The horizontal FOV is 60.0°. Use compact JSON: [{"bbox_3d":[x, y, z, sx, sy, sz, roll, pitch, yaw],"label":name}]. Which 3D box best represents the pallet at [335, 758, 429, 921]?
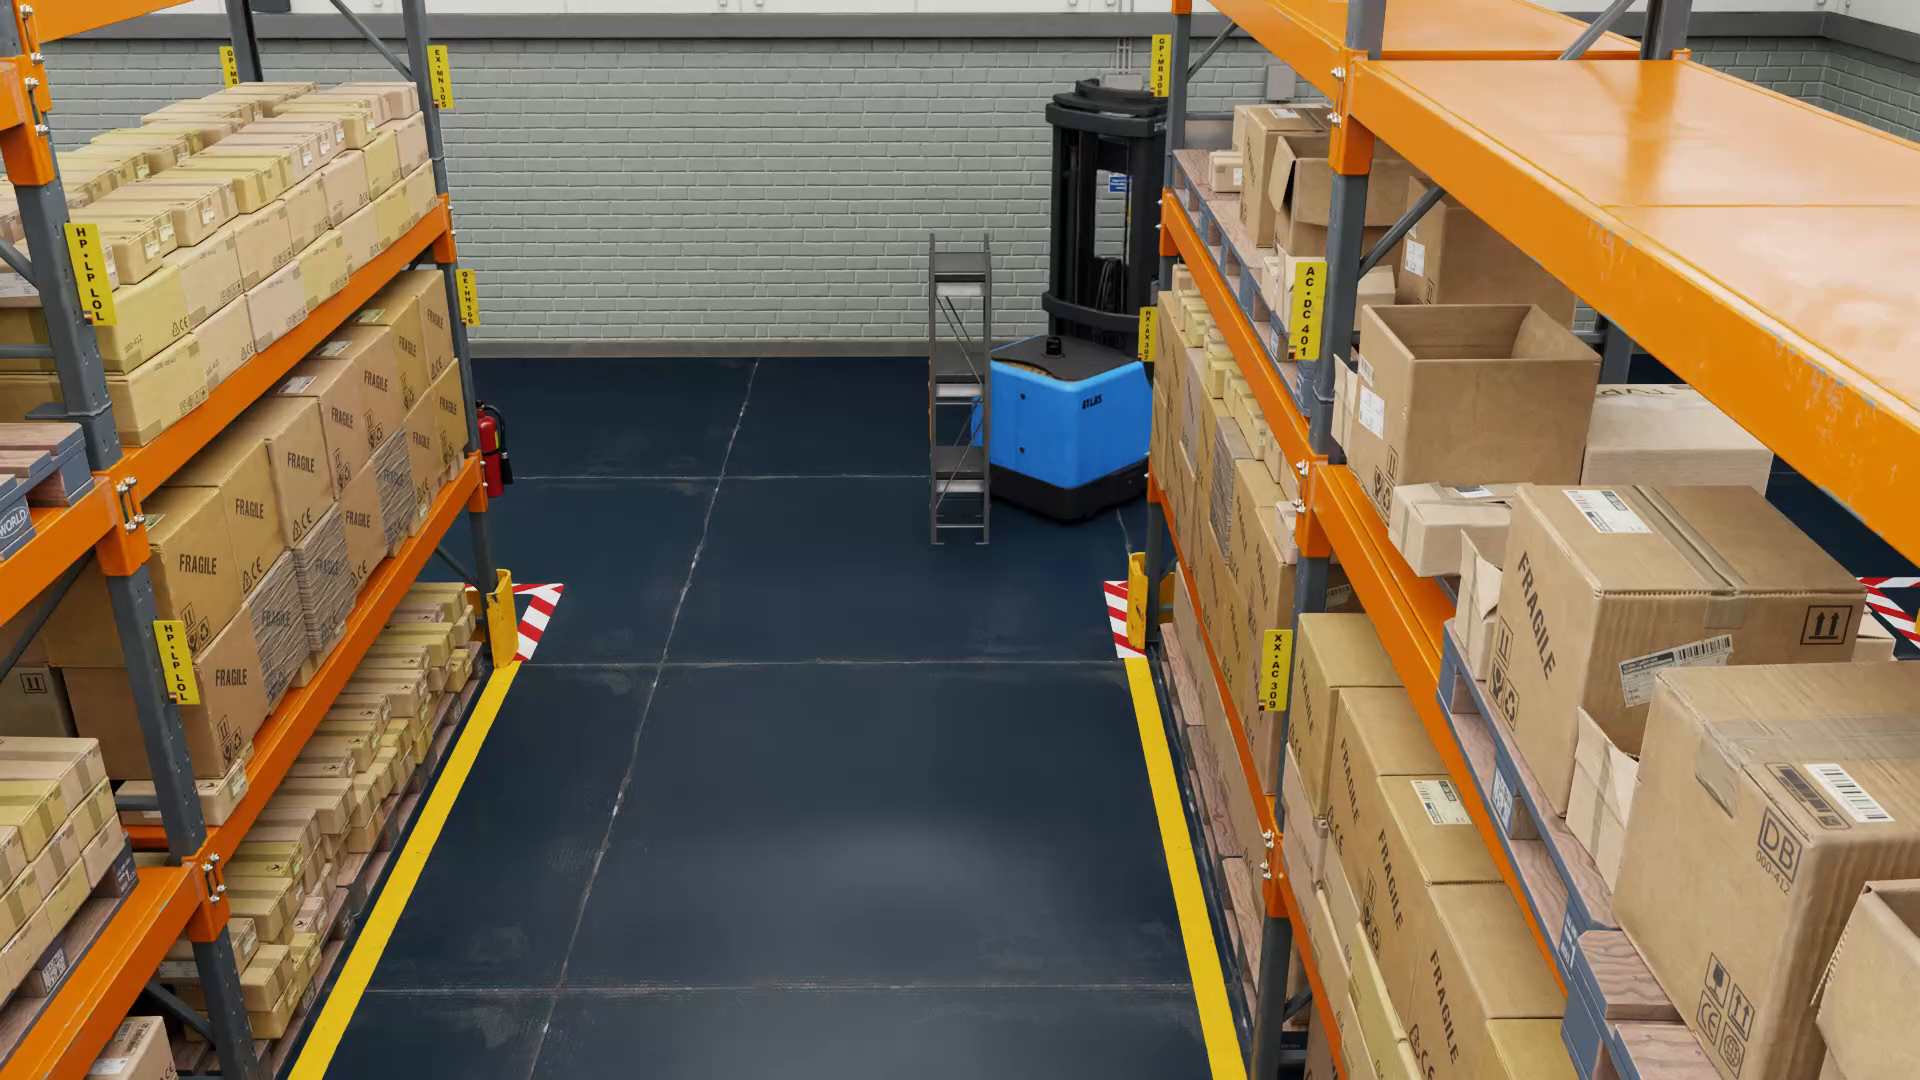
[{"bbox_3d":[-3.328,1.448,8.293,1.003,0.211,1.213,0,24,-1],"label":"pallet"}]

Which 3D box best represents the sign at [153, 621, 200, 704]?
[{"bbox_3d":[-2.714,0.426,5.762,0.100,0.325,0.005,0,24,-1],"label":"sign"}]

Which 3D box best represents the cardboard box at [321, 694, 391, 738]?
[{"bbox_3d":[-3.088,0.900,8.349,0.380,0.149,0.250,-1,24,-2],"label":"cardboard box"}]

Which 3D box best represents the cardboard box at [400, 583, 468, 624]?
[{"bbox_3d":[-3.053,0.363,9.535,0.380,0.149,0.250,0,24,0],"label":"cardboard box"}]

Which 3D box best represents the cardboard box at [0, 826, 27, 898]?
[{"bbox_3d":[-3.065,0.992,4.991,0.380,0.149,0.250,-1,24,-2],"label":"cardboard box"}]

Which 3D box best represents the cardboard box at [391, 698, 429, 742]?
[{"bbox_3d":[-2.995,0.925,8.653,0.380,0.149,0.250,0,24,0],"label":"cardboard box"}]

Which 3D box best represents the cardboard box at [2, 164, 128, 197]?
[{"bbox_3d":[-3.586,-1.411,6.680,0.380,0.149,0.250,0,24,-1],"label":"cardboard box"}]

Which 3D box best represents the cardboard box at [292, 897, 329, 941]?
[{"bbox_3d":[-3.009,1.702,7.297,0.380,0.149,0.250,0,24,-1],"label":"cardboard box"}]

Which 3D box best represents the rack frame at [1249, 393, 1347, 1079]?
[{"bbox_3d":[1.680,0.894,6.134,1.000,3.000,0.127,0,24,-1],"label":"rack frame"}]

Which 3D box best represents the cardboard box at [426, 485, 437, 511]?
[{"bbox_3d":[-3.043,-0.237,8.939,0.380,0.149,0.250,0,24,-1],"label":"cardboard box"}]

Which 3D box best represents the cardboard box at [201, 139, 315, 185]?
[{"bbox_3d":[-3.020,-1.628,7.162,0.380,0.149,0.250,-1,24,-2],"label":"cardboard box"}]

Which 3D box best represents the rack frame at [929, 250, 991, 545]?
[{"bbox_3d":[0.001,-0.924,11.246,0.400,2.100,0.015,0,24,-1],"label":"rack frame"}]

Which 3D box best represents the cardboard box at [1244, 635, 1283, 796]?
[{"bbox_3d":[1.419,0.658,6.533,0.500,0.500,0.500,0,24,0],"label":"cardboard box"}]

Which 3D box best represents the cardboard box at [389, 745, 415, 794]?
[{"bbox_3d":[-3.013,1.167,8.479,0.380,0.149,0.250,0,24,0],"label":"cardboard box"}]

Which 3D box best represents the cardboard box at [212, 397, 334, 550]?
[{"bbox_3d":[-3.026,-0.287,7.049,0.500,0.500,0.500,0,24,0],"label":"cardboard box"}]

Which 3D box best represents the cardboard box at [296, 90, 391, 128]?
[{"bbox_3d":[-3.089,-2.161,8.339,0.380,0.149,0.250,0,24,0],"label":"cardboard box"}]

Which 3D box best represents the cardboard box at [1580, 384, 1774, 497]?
[{"bbox_3d":[1.899,-0.261,4.646,0.500,0.311,0.500,0,24,-1],"label":"cardboard box"}]

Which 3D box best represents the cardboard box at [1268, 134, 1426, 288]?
[{"bbox_3d":[1.633,-1.312,6.615,0.797,0.503,0.637,2,24,4],"label":"cardboard box"}]

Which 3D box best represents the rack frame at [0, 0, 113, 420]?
[{"bbox_3d":[-3.269,-1.776,4.756,1.000,3.000,0.127,0,24,-1],"label":"rack frame"}]

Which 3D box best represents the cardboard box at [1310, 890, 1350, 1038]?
[{"bbox_3d":[1.428,1.358,5.289,0.500,0.250,0.500,-1,24,-2],"label":"cardboard box"}]

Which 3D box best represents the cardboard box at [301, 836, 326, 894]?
[{"bbox_3d":[-3.084,1.464,7.463,0.380,0.149,0.250,-1,24,-3],"label":"cardboard box"}]

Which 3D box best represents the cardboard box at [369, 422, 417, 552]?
[{"bbox_3d":[-3.035,-0.266,8.217,0.500,0.500,0.500,0,24,0],"label":"cardboard box"}]

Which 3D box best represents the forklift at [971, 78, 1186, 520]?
[{"bbox_3d":[1.450,-1.996,12.606,1.130,2.935,3.031,22,32,39],"label":"forklift"}]

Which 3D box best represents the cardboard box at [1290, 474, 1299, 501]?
[{"bbox_3d":[1.464,-0.137,6.292,0.380,0.149,0.250,0,24,1],"label":"cardboard box"}]

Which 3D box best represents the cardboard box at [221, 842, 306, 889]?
[{"bbox_3d":[-3.061,1.434,7.168,0.380,0.149,0.250,-1,24,-1],"label":"cardboard box"}]

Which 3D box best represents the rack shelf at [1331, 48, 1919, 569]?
[{"bbox_3d":[1.702,-0.505,3.306,1.077,0.370,4.000,0,24,-1],"label":"rack shelf"}]

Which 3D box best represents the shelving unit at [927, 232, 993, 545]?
[{"bbox_3d":[-0.002,-1.025,11.468,0.431,2.100,0.503,0,24,-1],"label":"shelving unit"}]

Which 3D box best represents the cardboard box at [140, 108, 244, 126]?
[{"bbox_3d":[-3.620,-1.946,7.865,0.380,0.149,0.250,0,24,0],"label":"cardboard box"}]

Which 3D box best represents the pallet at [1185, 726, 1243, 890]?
[{"bbox_3d":[1.734,1.347,8.516,1.003,0.211,1.213,0,24,-1],"label":"pallet"}]

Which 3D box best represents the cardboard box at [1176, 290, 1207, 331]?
[{"bbox_3d":[1.325,-1.188,8.615,0.380,0.149,0.250,0,24,1],"label":"cardboard box"}]

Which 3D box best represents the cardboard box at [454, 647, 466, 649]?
[{"bbox_3d":[-3.098,0.633,9.660,0.380,0.149,0.250,0,24,0],"label":"cardboard box"}]

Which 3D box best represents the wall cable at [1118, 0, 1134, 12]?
[{"bbox_3d":[1.292,-5.830,13.721,0.463,3.000,0.029,0,24,-1],"label":"wall cable"}]

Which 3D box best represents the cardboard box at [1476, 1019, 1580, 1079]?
[{"bbox_3d":[1.444,1.413,3.651,0.500,0.500,0.500,0,24,-1],"label":"cardboard box"}]

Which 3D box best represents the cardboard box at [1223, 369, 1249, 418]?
[{"bbox_3d":[1.390,-0.657,7.440,0.380,0.149,0.250,0,24,-1],"label":"cardboard box"}]

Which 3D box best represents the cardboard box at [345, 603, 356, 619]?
[{"bbox_3d":[-3.057,0.301,7.749,0.380,0.149,0.250,1,24,1],"label":"cardboard box"}]

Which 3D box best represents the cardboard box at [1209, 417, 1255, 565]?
[{"bbox_3d":[1.386,-0.219,7.260,0.500,0.500,0.500,0,24,0],"label":"cardboard box"}]

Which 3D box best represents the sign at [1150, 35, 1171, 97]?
[{"bbox_3d":[1.081,-2.555,8.963,0.100,0.325,0.005,0,24,-1],"label":"sign"}]

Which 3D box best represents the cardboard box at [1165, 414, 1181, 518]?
[{"bbox_3d":[1.388,-0.393,8.857,0.500,0.500,0.500,-1,24,-1],"label":"cardboard box"}]

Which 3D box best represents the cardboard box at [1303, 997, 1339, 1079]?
[{"bbox_3d":[1.767,1.926,5.921,0.875,0.875,0.875,0,24,1],"label":"cardboard box"}]

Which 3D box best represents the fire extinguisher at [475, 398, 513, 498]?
[{"bbox_3d":[-2.854,-0.591,9.963,0.296,0.674,0.183,0,24,-1],"label":"fire extinguisher"}]

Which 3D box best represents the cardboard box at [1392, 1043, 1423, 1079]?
[{"bbox_3d":[1.423,1.548,4.262,0.500,0.250,0.500,-1,24,-2],"label":"cardboard box"}]

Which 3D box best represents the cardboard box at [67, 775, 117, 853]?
[{"bbox_3d":[-3.067,0.908,5.536,0.380,0.149,0.250,0,24,1],"label":"cardboard box"}]

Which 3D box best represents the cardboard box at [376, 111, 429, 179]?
[{"bbox_3d":[-3.053,-2.028,8.529,0.500,0.250,0.500,-1,24,-2],"label":"cardboard box"}]

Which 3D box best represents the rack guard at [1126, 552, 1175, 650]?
[{"bbox_3d":[1.636,0.375,10.315,1.175,0.500,0.348,0,24,-1],"label":"rack guard"}]

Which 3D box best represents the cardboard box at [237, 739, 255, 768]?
[{"bbox_3d":[-3.022,0.848,6.540,0.380,0.149,0.250,0,24,1],"label":"cardboard box"}]

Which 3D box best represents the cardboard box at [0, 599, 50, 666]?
[{"bbox_3d":[-3.544,0.129,6.130,0.500,0.500,0.500,-1,24,-2],"label":"cardboard box"}]

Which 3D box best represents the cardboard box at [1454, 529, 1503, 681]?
[{"bbox_3d":[1.350,0.152,3.788,0.396,0.266,0.258,2,24,4],"label":"cardboard box"}]

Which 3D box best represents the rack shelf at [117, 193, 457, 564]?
[{"bbox_3d":[-3.291,-0.905,7.345,1.077,0.370,4.000,0,24,-1],"label":"rack shelf"}]

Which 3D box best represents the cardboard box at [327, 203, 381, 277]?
[{"bbox_3d":[-3.038,-1.388,7.721,0.500,0.250,0.500,1,24,2],"label":"cardboard box"}]

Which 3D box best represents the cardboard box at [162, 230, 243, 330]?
[{"bbox_3d":[-3.035,-0.973,6.197,0.500,0.250,0.500,0,24,-1],"label":"cardboard box"}]
